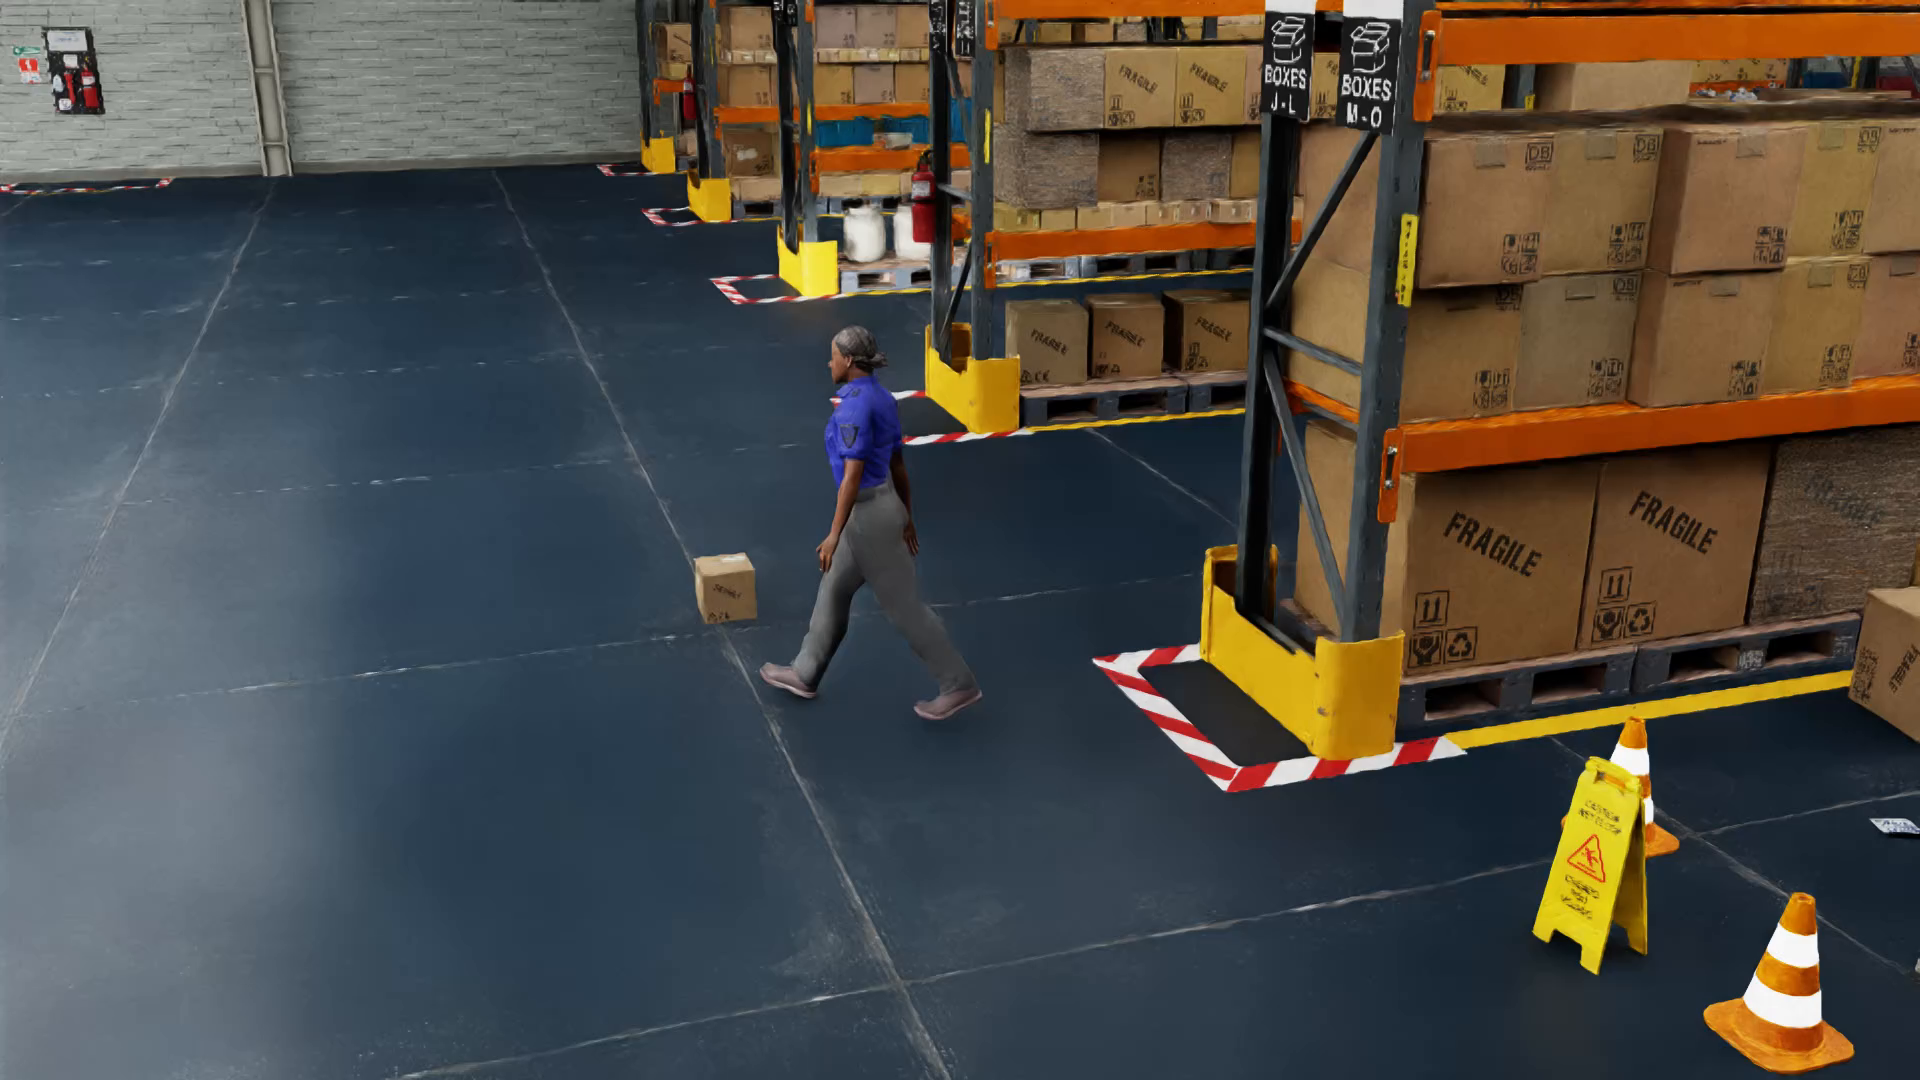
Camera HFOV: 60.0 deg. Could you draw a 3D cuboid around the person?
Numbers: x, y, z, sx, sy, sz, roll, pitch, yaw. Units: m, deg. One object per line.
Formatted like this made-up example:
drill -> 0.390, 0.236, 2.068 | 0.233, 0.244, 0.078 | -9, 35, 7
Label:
person -> -0.387, -0.067, 6.800 | 0.998, 1.595, 0.552 | 2, 19, 7
